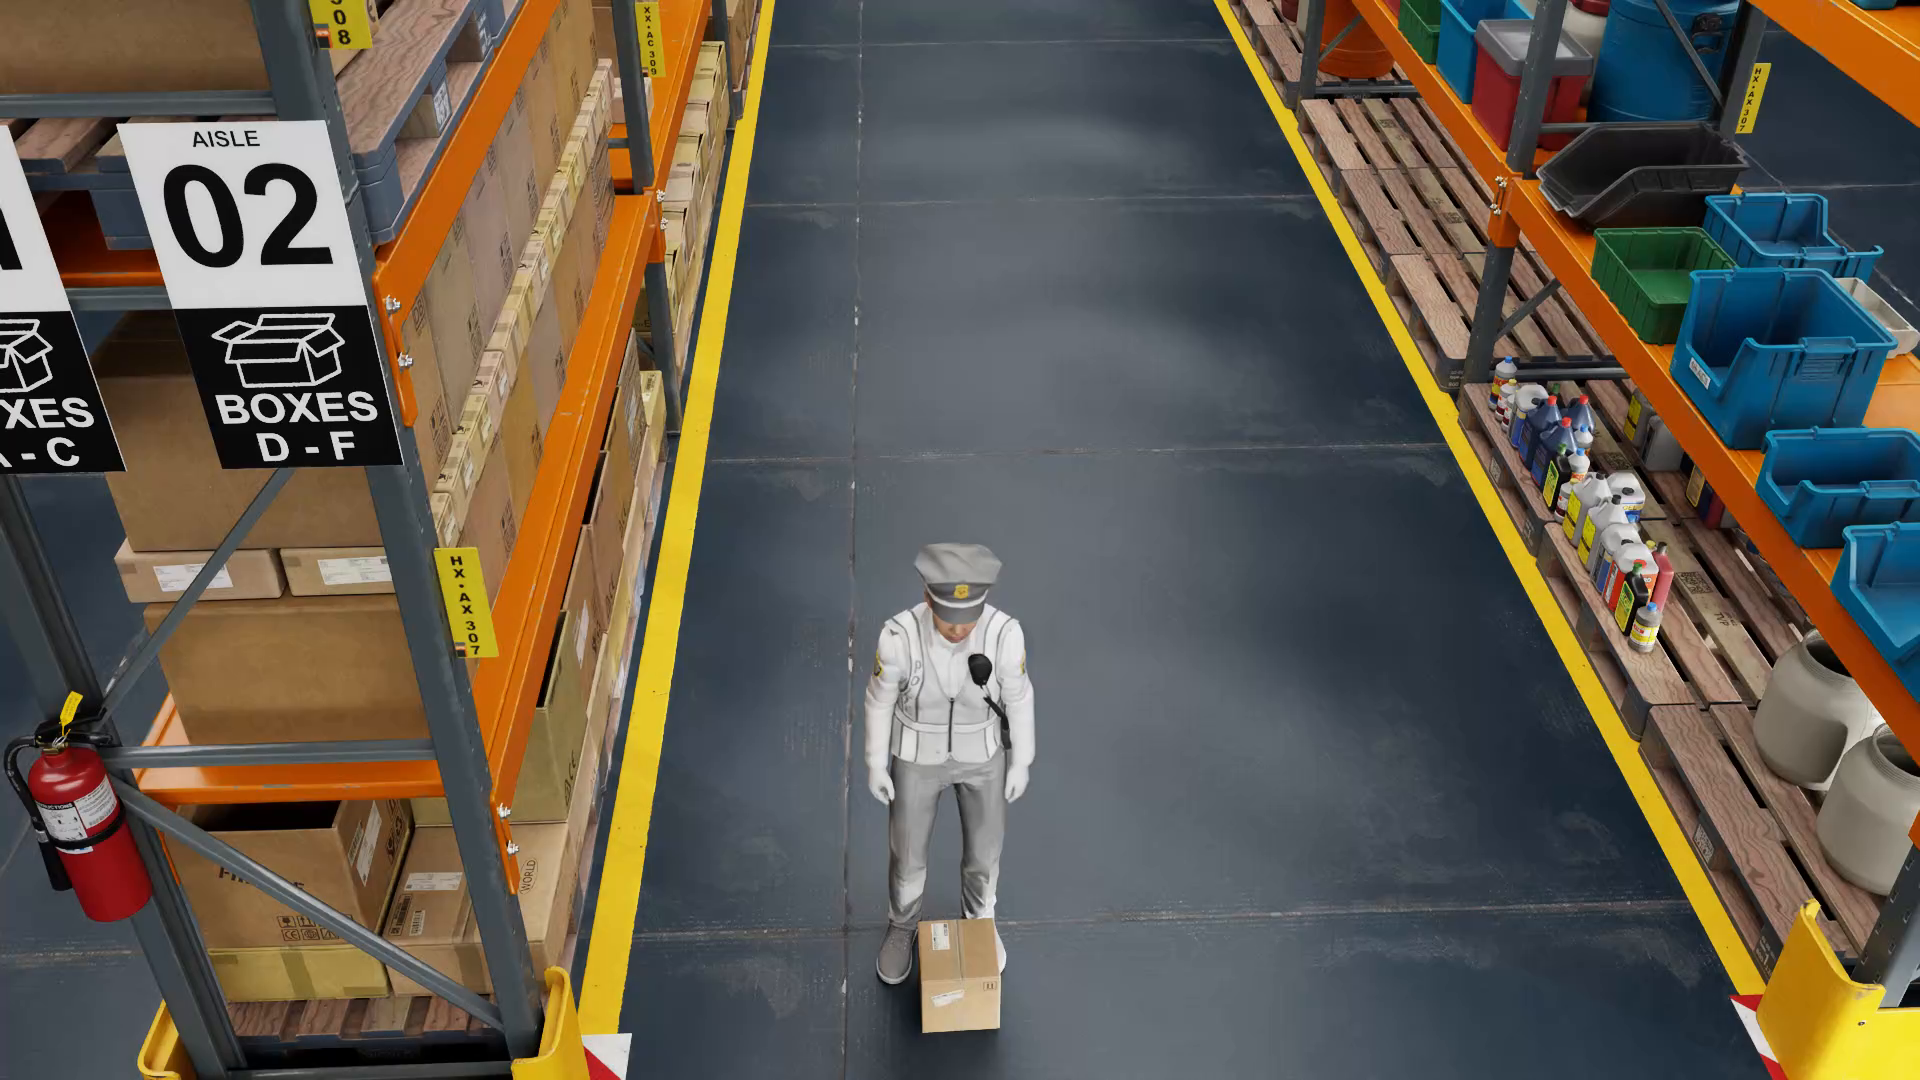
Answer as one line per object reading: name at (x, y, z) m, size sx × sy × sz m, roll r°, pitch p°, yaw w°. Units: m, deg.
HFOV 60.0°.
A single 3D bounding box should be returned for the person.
person at (-0.032, 0.693, 5.170) m, size 0.526 × 1.663 × 0.375 m, roll -2°, pitch 35°, yaw -2°
